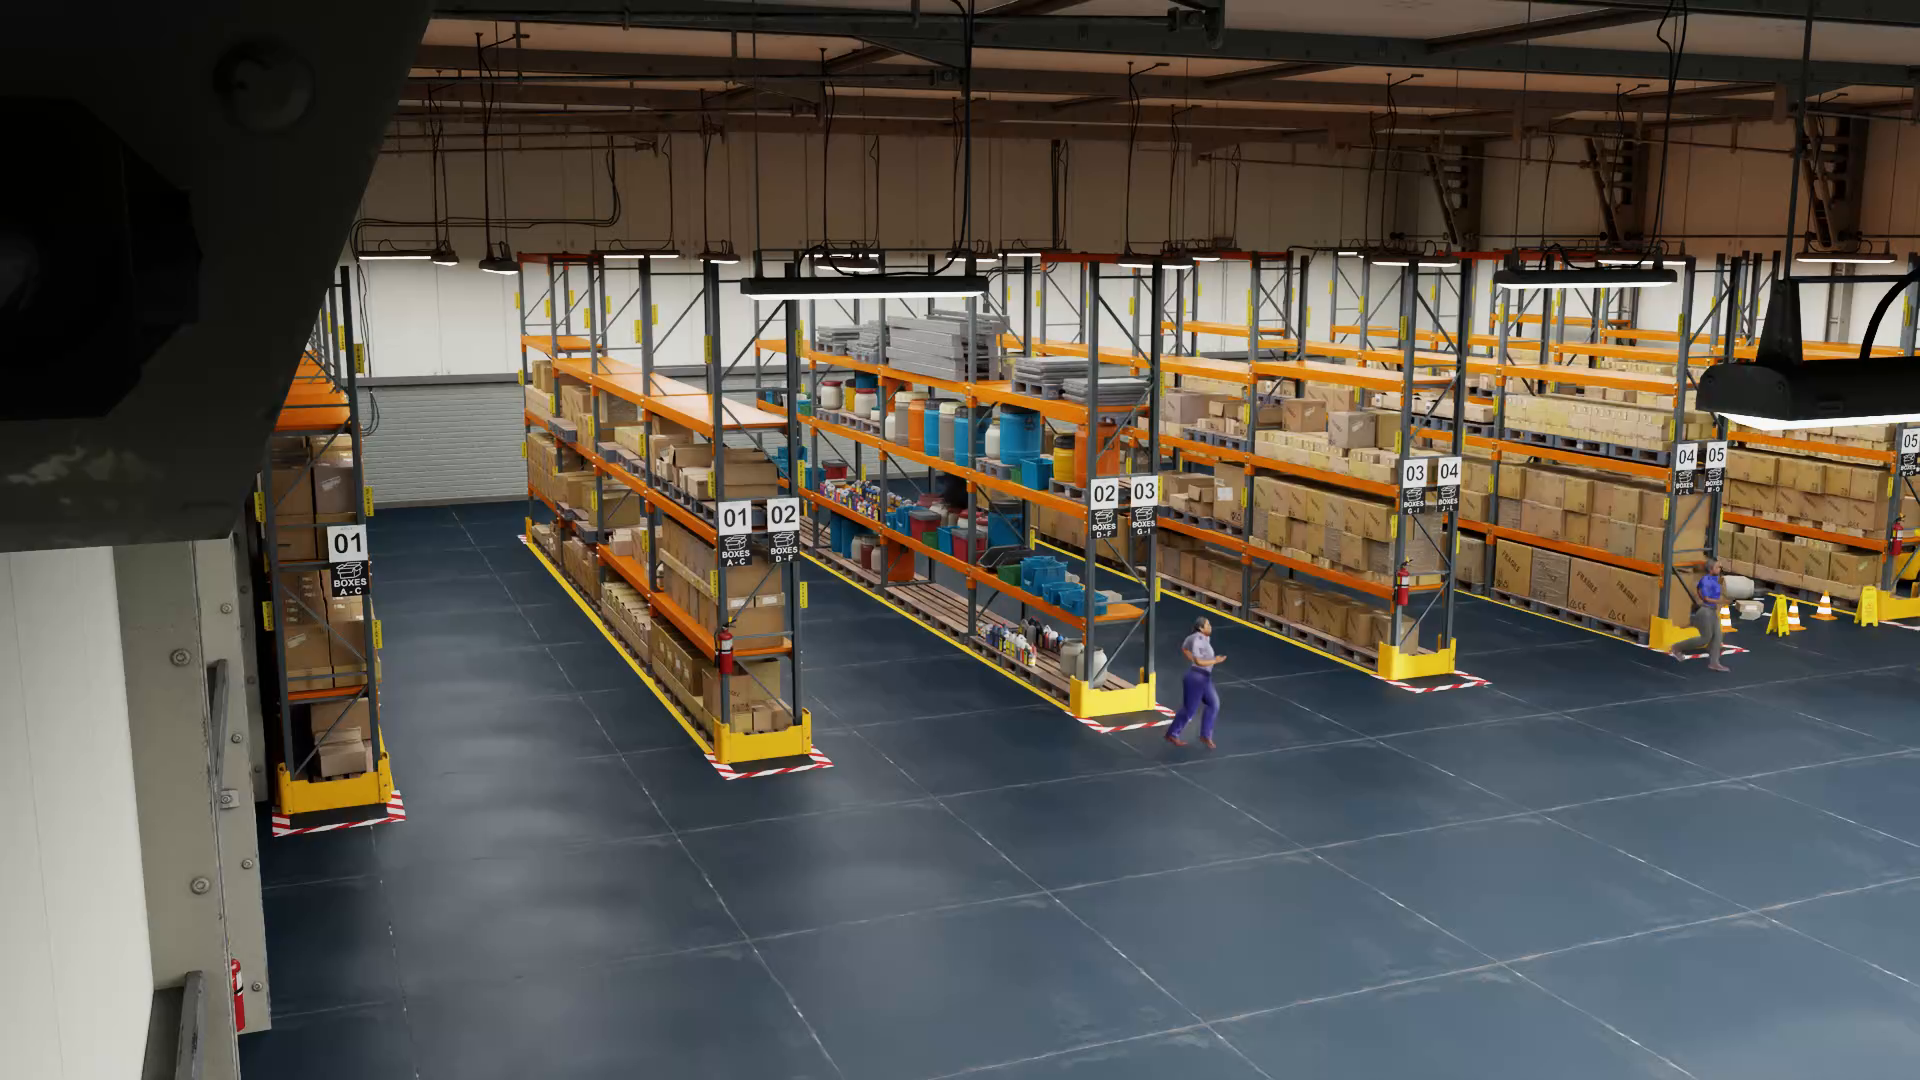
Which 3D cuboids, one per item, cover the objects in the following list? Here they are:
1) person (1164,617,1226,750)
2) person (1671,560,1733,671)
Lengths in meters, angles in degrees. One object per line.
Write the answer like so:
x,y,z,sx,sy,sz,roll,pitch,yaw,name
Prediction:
2.948,1.801,20.767,0.732,1.693,0.602,2,11,13,person
10.953,1.091,24.487,0.811,1.637,0.594,6,12,31,person
